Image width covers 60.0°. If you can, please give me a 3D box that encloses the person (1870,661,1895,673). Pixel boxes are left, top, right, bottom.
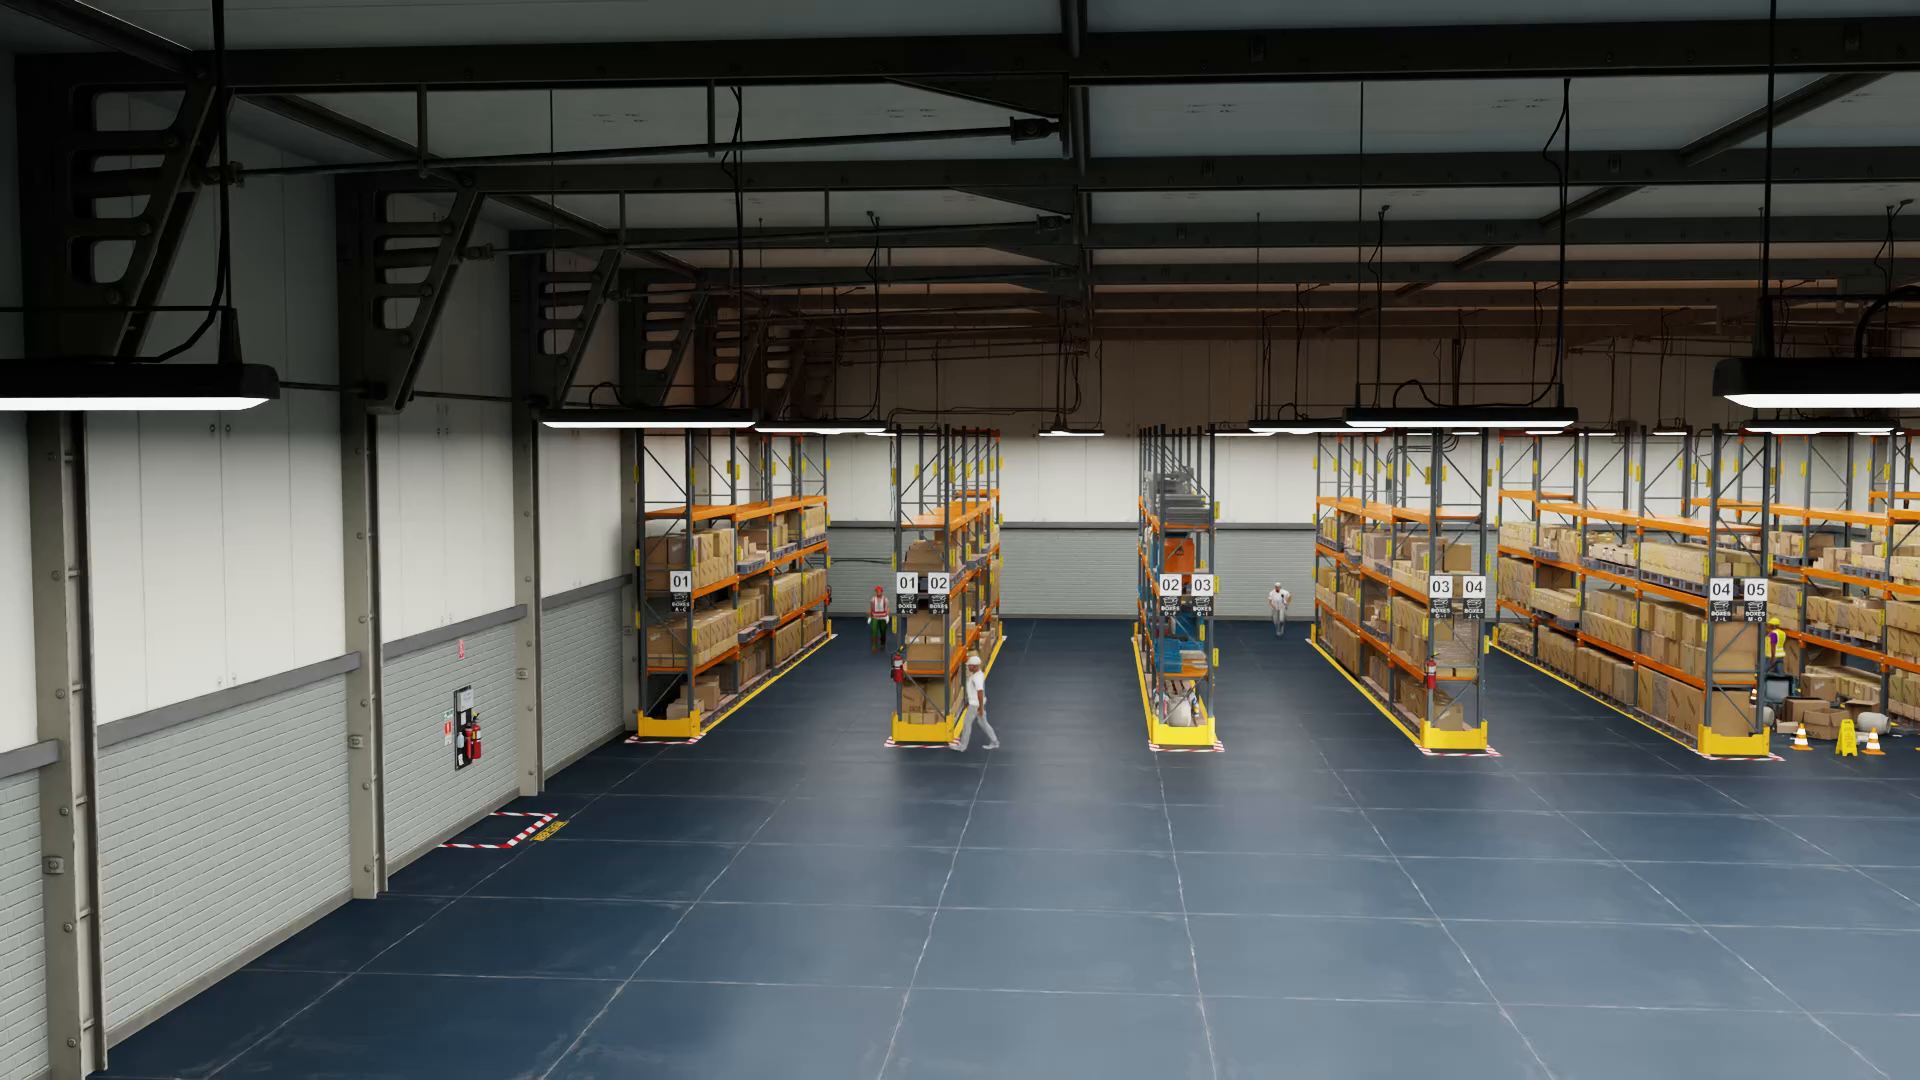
[{"bbox_3d":[22.603,2.439,40.592,0.451,1.725,0.554,-1,4,-13],"label":"person"}]

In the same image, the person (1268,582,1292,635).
[{"bbox_3d":[9.283,2.001,48.241,0.653,1.578,0.744,1,4,17],"label":"person"}]

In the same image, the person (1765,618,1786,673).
[{"bbox_3d":[18.045,2.618,36.717,0.545,1.784,0.552,-1,4,-12],"label":"person"}]

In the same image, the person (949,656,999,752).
[{"bbox_3d":[0.274,3.004,30.503,0.878,1.752,0.571,1,4,11],"label":"person"}]

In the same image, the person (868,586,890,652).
[{"bbox_3d":[-2.186,2.109,44.640,0.607,1.720,1.050,0,3,0],"label":"person"}]
